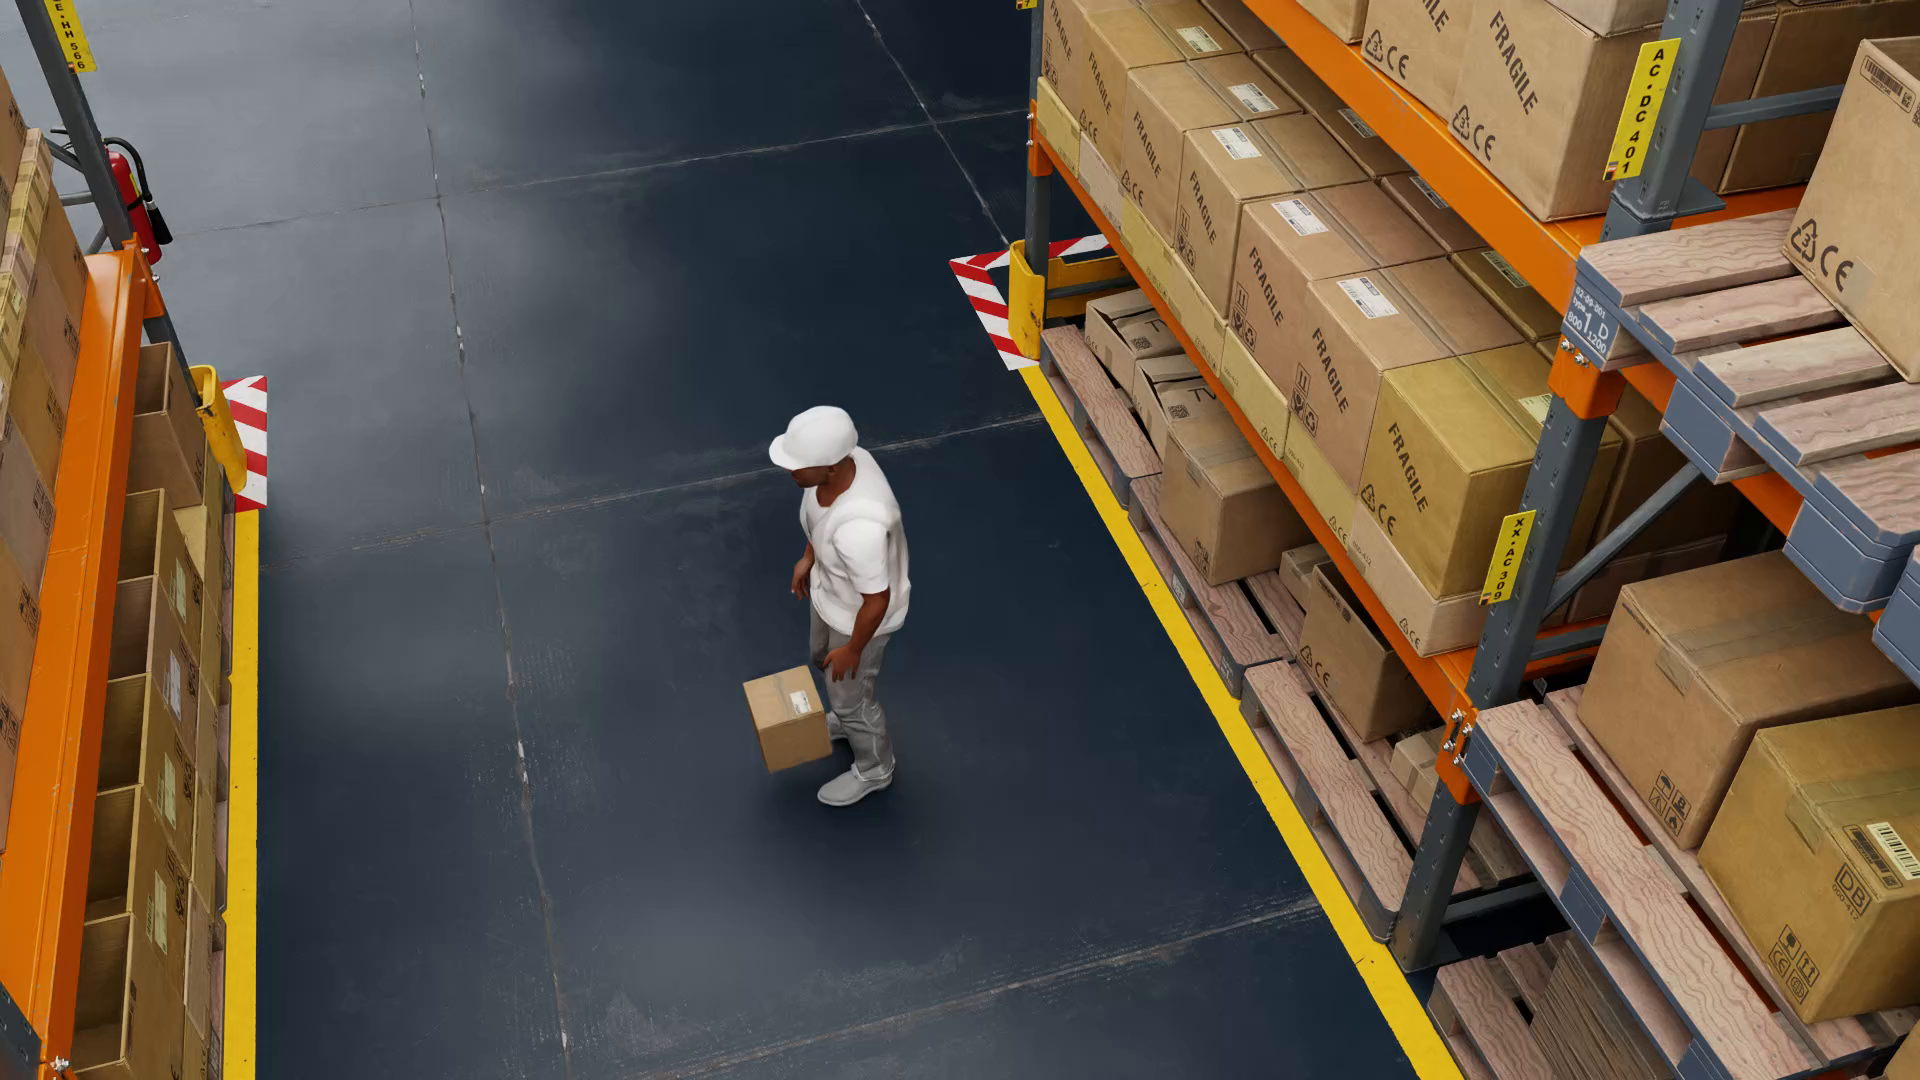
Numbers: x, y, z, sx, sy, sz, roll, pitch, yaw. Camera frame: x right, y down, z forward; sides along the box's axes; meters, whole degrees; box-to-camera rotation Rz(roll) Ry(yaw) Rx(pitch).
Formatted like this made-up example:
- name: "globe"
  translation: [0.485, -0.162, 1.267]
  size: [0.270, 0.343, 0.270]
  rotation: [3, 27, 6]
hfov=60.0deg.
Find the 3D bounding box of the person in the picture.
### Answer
- name: "person"
  translation: [-0.407, 0.224, 5.897]
  size: [0.439, 1.762, 0.597]
  rotation: [-13, 44, -14]
